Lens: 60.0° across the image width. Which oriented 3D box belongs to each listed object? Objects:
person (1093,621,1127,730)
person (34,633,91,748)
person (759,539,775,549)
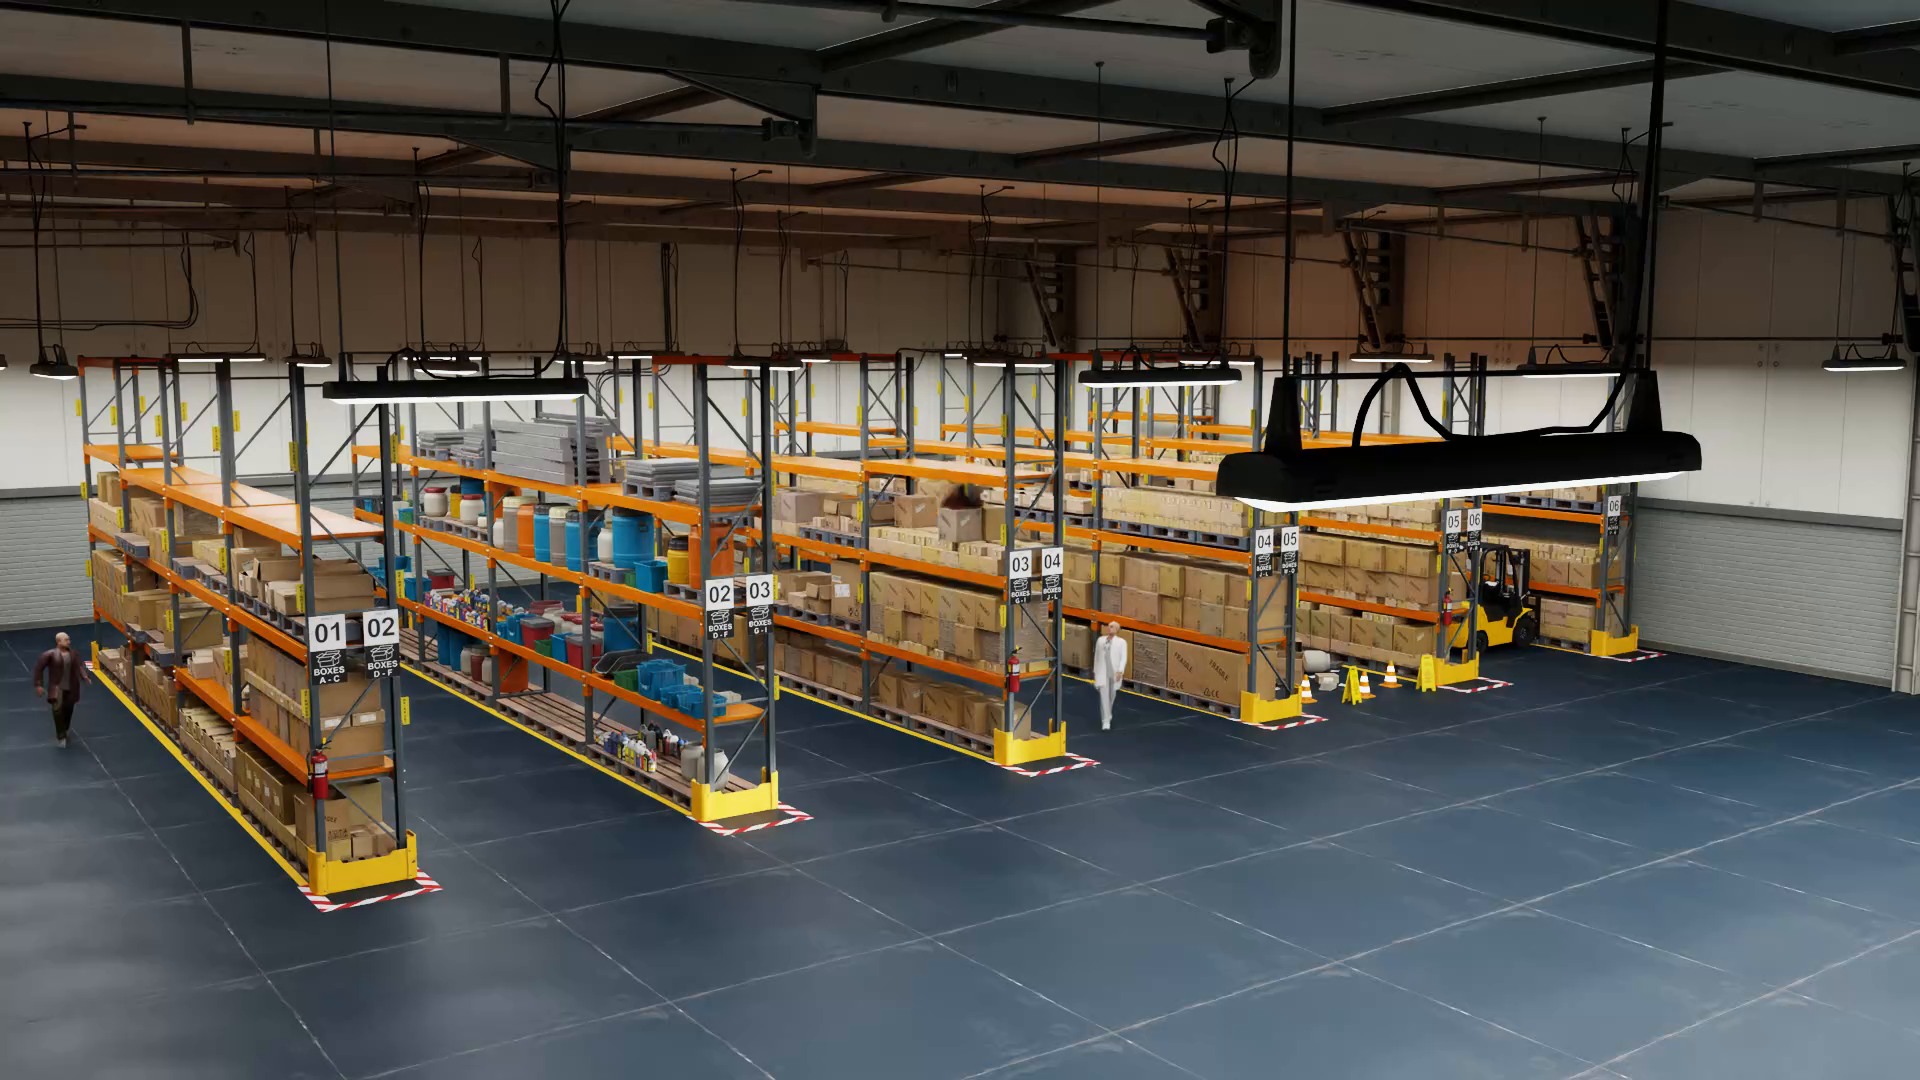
[{"bbox_3d":[2.437,2.187,27.108,0.558,1.704,1.139,-1,7,-9],"label":"person"},{"bbox_3d":[-14.097,2.349,26.114,0.761,1.814,0.936,-5,8,-35],"label":"person"},{"bbox_3d":[-4.827,0.452,41.573,0.915,1.673,0.613,-5,9,-35],"label":"person"}]
